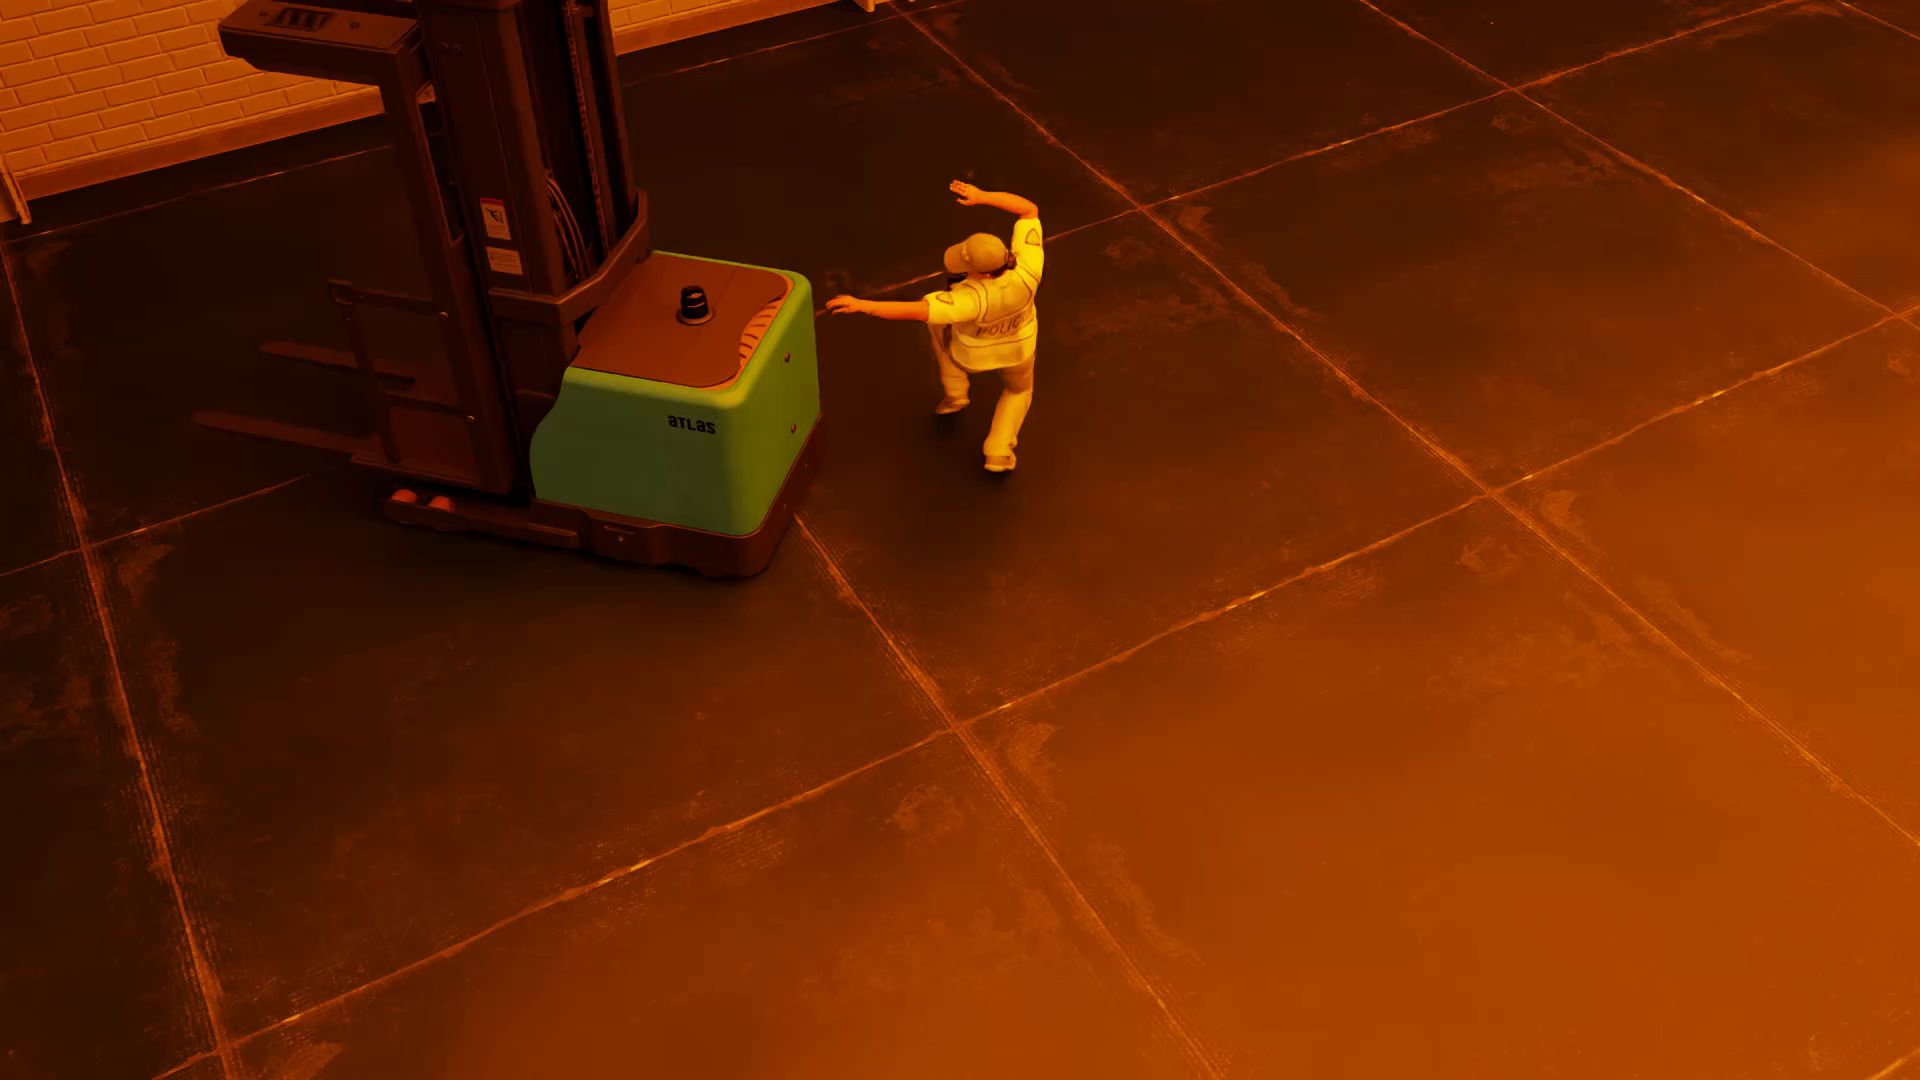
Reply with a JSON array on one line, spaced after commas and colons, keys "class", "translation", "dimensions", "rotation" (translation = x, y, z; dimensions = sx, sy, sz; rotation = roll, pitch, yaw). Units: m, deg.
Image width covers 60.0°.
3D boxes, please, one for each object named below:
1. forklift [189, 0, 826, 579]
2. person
[{"class": "forklift", "translation": [-2.238, -1.452, 7.264], "dimensions": [3.031, 2.935, 1.130], "rotation": [10, 44, 11]}, {"class": "person", "translation": [-0.138, -1.017, 7.892], "dimensions": [1.021, 1.508, 0.815], "rotation": [-6, 43, -7]}]
